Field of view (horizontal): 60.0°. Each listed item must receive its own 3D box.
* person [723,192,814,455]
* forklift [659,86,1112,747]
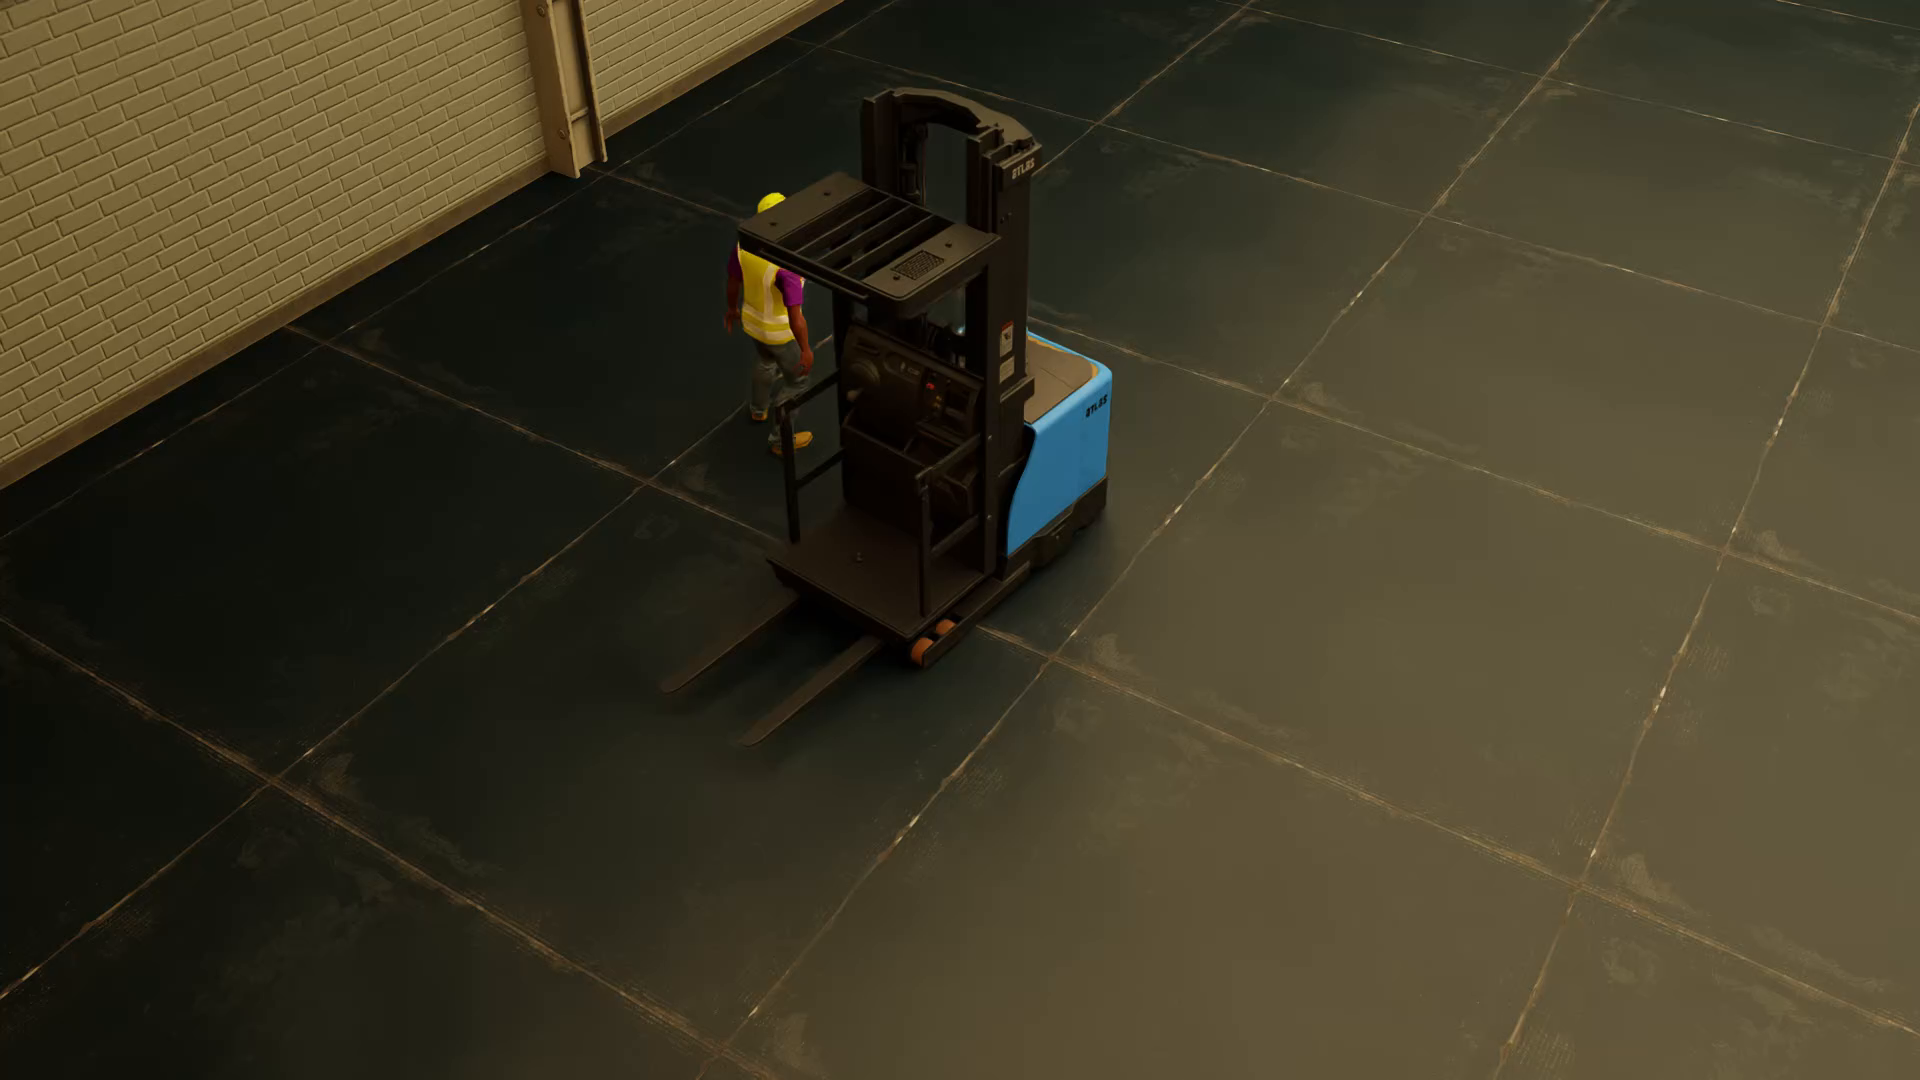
[{"bbox_3d":[-1.155,-1.376,10.527,0.463,1.733,0.878,-33,50,-32],"label":"person"},{"bbox_3d":[-0.408,-0.768,8.874,1.130,2.935,3.031,28,48,29],"label":"forklift"}]
